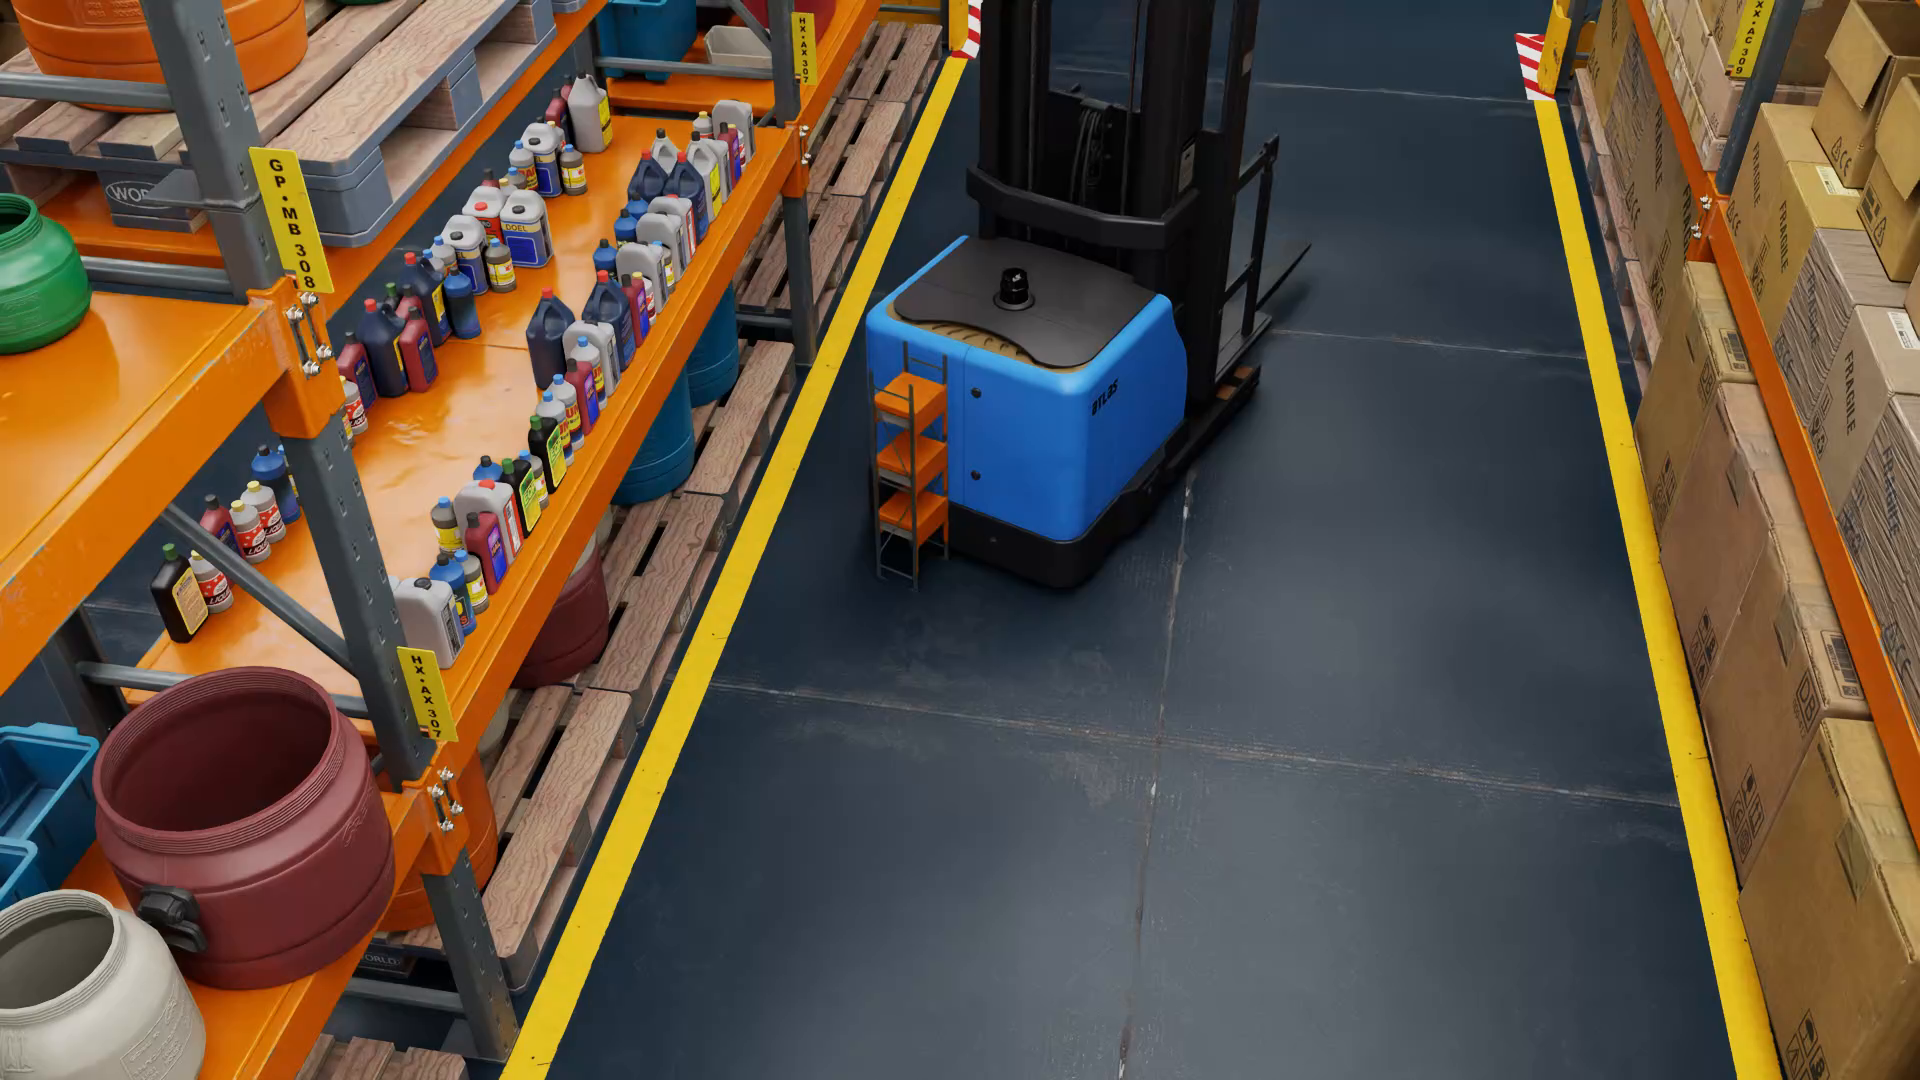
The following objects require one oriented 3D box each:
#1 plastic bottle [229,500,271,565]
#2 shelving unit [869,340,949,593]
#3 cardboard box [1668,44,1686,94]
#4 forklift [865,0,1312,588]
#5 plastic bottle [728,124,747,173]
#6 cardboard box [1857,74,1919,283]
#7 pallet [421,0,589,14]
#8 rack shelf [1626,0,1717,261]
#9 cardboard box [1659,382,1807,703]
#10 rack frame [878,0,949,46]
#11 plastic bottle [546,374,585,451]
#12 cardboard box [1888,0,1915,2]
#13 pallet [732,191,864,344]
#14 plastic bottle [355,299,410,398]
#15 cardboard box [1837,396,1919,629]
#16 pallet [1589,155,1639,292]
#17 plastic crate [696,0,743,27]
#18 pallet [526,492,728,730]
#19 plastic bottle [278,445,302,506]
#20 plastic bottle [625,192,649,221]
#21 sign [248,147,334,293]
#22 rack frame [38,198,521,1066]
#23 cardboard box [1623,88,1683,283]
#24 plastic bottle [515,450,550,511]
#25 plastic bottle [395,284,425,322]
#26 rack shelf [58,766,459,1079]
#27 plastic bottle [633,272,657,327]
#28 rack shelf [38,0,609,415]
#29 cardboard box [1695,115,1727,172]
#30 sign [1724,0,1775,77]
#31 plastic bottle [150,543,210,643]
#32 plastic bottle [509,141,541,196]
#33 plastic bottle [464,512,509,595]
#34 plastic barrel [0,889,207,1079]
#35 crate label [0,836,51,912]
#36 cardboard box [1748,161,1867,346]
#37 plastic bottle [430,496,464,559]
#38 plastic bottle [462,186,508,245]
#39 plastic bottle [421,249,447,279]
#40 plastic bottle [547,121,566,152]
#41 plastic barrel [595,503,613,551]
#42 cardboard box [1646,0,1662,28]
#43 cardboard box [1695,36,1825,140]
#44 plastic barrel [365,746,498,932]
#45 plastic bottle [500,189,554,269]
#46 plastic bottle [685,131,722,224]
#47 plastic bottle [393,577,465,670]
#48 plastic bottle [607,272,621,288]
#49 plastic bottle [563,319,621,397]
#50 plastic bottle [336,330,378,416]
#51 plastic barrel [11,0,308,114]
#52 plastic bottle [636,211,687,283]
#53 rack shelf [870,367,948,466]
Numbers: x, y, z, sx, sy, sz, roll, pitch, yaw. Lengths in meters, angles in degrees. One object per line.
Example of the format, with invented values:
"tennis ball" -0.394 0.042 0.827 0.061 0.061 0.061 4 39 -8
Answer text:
"plastic bottle" -2.185 -0.032 5.091 0.097 0.201 0.097 0 40 0
"shelving unit" -0.201 -0.281 6.766 0.215 1.050 0.252 21 44 24
"cardboard box" 3.521 -2.172 7.720 0.380 0.149 0.250 7 40 9
"forklift" 0.798 -1.848 7.185 1.130 2.935 3.031 21 44 24
"plastic bottle" -0.964 -1.668 7.069 0.097 0.201 0.097 0 40 0
"cardboard box" 3.425 -1.151 5.422 0.797 0.503 0.637 7 40 8
"pallet" -1.454 -1.972 5.075 1.003 0.211 1.213 6 40 8
"rack shelf" 4.003 -2.535 8.527 1.077 0.370 4.000 6 40 8
"cardboard box" 3.412 0.065 6.156 1.225 0.875 0.875 5 40 6
"rack frame" -0.529 -4.614 10.476 1.000 3.000 0.127 6 40 8
"plastic bottle" -1.313 -0.429 5.516 0.097 0.271 0.097 0 40 0
"cardboard box" 3.992 -2.175 6.823 0.500 0.500 0.500 6 40 8
"pallet" -1.132 -1.494 8.892 1.003 0.211 1.213 6 40 8
"plastic bottle" -1.997 -0.687 5.766 0.144 0.351 0.185 6 40 8
"cardboard box" 2.985 -0.061 4.891 0.500 0.500 0.500 5 40 6
"pallet" 4.075 -1.719 9.163 1.003 0.211 1.213 6 40 8
"plastic crate" -1.292 -2.752 8.394 0.437 0.125 0.590 6 40 8
"pallet" -1.604 0.219 6.819 1.003 0.211 1.213 6 40 8
"plastic bottle" -2.135 -0.216 5.313 0.097 0.201 0.097 0 40 0
"plastic bottle" -1.247 -1.227 6.481 0.097 0.271 0.097 0 40 0
"sign" -1.370 -0.652 3.413 0.100 0.325 0.005 6 40 8
"rack frame" -1.913 0.407 4.404 1.000 3.000 0.127 6 40 8
"cardboard box" 4.006 -1.870 8.496 0.875 0.875 0.875 6 40 8
"plastic bottle" -1.370 -0.196 5.289 0.097 0.201 0.097 0 40 0
"plastic bottle" -1.951 -0.759 5.906 0.061 0.283 0.133 6 40 8
"rack shelf" -2.259 1.940 3.115 1.077 0.370 4.000 6 40 8
"plastic bottle" -1.178 -0.892 6.131 0.097 0.201 0.097 0 40 0
"rack shelf" -1.567 -1.727 5.195 1.077 0.370 4.000 6 40 8
"cardboard box" 3.387 -1.688 7.134 0.380 0.149 0.250 7 40 8
"sign" 3.110 -1.981 6.551 0.100 0.325 0.005 6 40 8
"plastic bottle" -2.263 0.151 4.805 0.061 0.283 0.133 6 40 8
"plastic bottle" -1.787 -1.506 6.818 0.097 0.271 0.097 0 40 0
"plastic bottle" -1.418 0.015 4.969 0.061 0.283 0.133 6 40 8
"plastic barrel" -1.881 1.033 3.559 0.421 0.512 0.421 0 40 0
"crate label" -2.351 0.987 3.674 0.502 0.435 0.616 6 40 8
"cardboard box" 3.245 -1.019 6.050 0.500 0.500 0.500 6 40 8
"plastic bottle" -1.566 -0.045 5.106 0.097 0.201 0.097 0 40 0
"plastic bottle" -1.836 -1.226 6.476 0.152 0.276 0.135 6 40 8
"plastic bottle" -1.940 -0.948 6.143 0.097 0.271 0.097 0 40 0
"plastic bottle" -1.730 -1.685 7.090 0.097 0.201 0.097 0 40 0
"plastic barrel" -1.640 -0.178 6.734 0.421 0.512 0.421 0 40 0
"cardboard box" 3.655 -2.654 8.303 0.380 0.149 0.250 7 40 8
"cardboard box" 3.475 -1.920 7.102 0.500 0.250 0.500 6 40 7
"plastic barrel" -1.845 0.773 5.335 0.600 0.830 0.708 6 40 8
"plastic bottle" -1.687 -1.209 6.456 0.152 0.276 0.135 6 40 8
"plastic bottle" -1.058 -1.471 6.714 0.144 0.351 0.185 6 40 8
"plastic bottle" -1.520 0.219 4.728 0.152 0.276 0.135 6 40 8
"plastic bottle" -1.261 -0.842 6.015 0.097 0.271 0.097 0 40 0
"plastic bottle" -1.280 -0.651 5.781 0.152 0.276 0.135 6 40 8
"plastic bottle" -2.065 -0.566 5.672 0.061 0.283 0.133 6 40 8
"plastic barrel" -1.812 -1.432 3.608 0.600 0.830 0.708 6 40 8
"plastic bottle" -1.145 -1.142 6.375 0.152 0.276 0.135 6 40 8
"rack shelf" -0.201 -0.492 6.592 0.215 0.259 0.240 21 44 24
